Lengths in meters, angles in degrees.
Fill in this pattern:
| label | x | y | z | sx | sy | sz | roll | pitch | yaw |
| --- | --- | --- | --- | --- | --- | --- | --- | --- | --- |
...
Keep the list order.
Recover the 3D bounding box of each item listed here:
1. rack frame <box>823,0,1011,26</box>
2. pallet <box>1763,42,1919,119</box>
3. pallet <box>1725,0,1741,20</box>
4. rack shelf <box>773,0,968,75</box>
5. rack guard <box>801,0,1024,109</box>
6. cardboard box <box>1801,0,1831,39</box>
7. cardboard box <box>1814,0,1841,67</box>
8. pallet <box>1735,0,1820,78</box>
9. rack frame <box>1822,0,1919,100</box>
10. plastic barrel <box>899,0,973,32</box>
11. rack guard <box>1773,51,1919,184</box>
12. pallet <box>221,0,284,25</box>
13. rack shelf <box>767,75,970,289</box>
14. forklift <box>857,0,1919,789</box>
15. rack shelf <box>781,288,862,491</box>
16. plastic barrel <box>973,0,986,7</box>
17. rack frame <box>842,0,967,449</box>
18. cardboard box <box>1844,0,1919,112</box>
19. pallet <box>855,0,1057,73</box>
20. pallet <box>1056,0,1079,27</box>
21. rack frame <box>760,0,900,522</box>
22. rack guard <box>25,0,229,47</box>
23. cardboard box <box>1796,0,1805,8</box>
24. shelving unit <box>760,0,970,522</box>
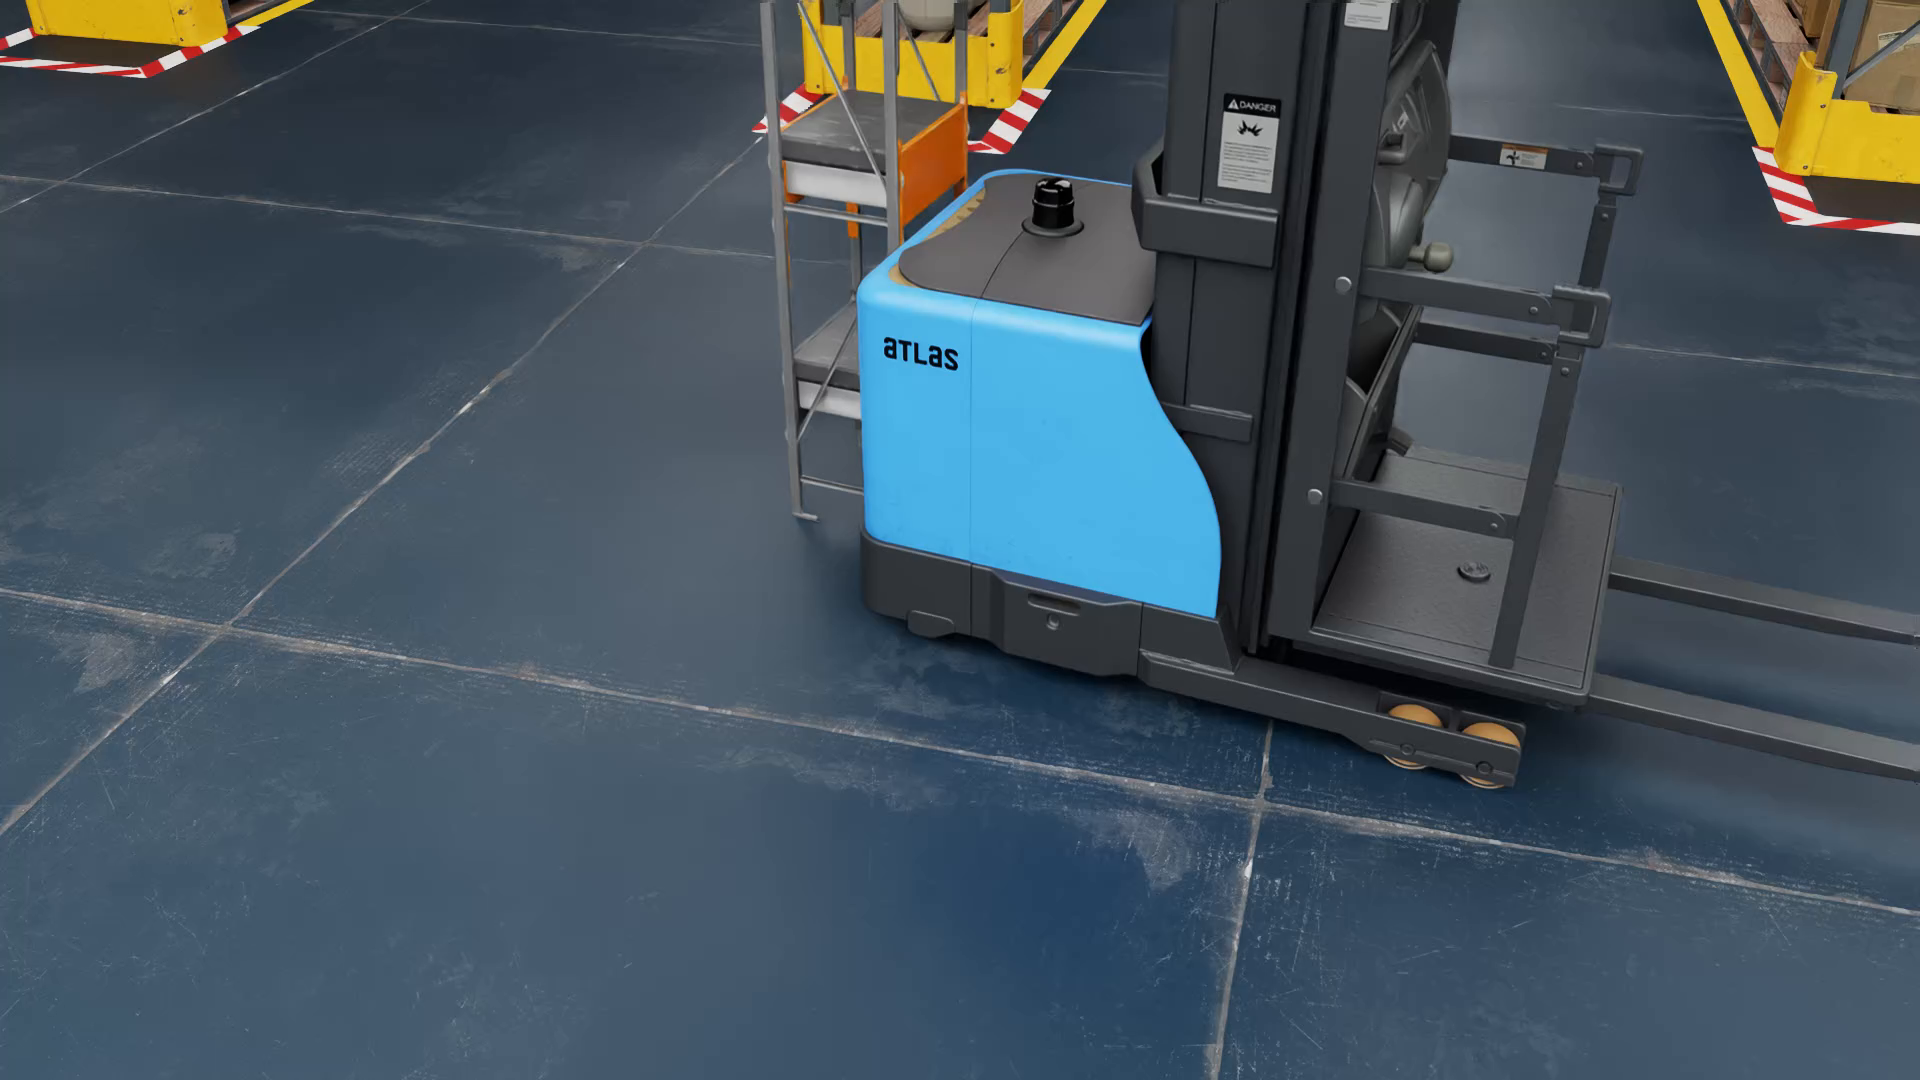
| label | x | y | z | sx | sy | sz | roll | pitch | yaw |
| --- | --- | --- | --- | --- | --- | --- | --- | --- | --- |
| rack frame | -0.231 | -3.681 | 8.245 | 1.000 | 3.000 | 0.127 | 8 | 33 | 12 |
| pallet | 4.819 | -2.286 | 8.650 | 1.003 | 0.211 | 1.213 | 8 | 33 | 12 |
| pallet | 5.439 | -3.552 | 10.641 | 1.003 | 0.211 | 1.213 | 8 | 33 | 12 |
| rack shelf | -0.260 | -1.625 | 4.570 | 0.431 | 0.518 | 0.480 | 13 | 35 | 19 |
| rack guard | -0.257 | -2.672 | 8.987 | 1.175 | 0.500 | 0.348 | 8 | 33 | 12 |
| cardboard box | 5.030 | -3.088 | 9.250 | 0.500 | 0.500 | 0.500 | 11 | 34 | 17 |
| cardboard box | 4.853 | -2.766 | 8.743 | 0.500 | 0.500 | 0.500 | 17 | 36 | 25 |
| pallet | 5.131 | -2.917 | 9.642 | 1.003 | 0.211 | 1.213 | 8 | 33 | 12 |
| rack frame | 4.560 | -3.007 | 7.184 | 1.000 | 3.000 | 0.127 | 8 | 33 | 12 |
| plastic barrel | -0.138 | -3.160 | 9.353 | 0.421 | 0.512 | 0.421 | 0 | 32 | 0 |
| rack guard | 4.579 | -1.991 | 7.917 | 1.175 | 0.500 | 0.348 | 8 | 33 | 12 |
| pallet | -4.868 | -3.583 | 10.690 | 1.003 | 0.211 | 1.213 | 8 | 33 | 12 |
| rack shelf | -0.260 | -1.035 | 4.946 | 0.431 | 0.518 | 0.480 | 13 | 35 | 19 |
| forklift | 1.281 | -0.927 | 3.976 | 3.031 | 2.935 | 1.130 | 13 | 35 | 19 |
| rack shelf | -0.260 | -0.444 | 5.321 | 0.431 | 0.518 | 0.480 | 13 | 35 | 19 |
| plastic barrel | -0.011 | -3.421 | 9.762 | 0.421 | 0.512 | 0.421 | 0 | 32 | 0 |
| rack frame | -0.165 | -1.167 | 5.128 | 0.400 | 2.100 | 0.015 | 13 | 35 | 19 |
| cardboard box | 4.734 | -2.451 | 8.248 | 0.500 | 0.500 | 0.500 | 14 | 35 | 21 |
| pallet | -0.046 | -2.971 | 9.727 | 1.003 | 0.211 | 1.213 | 8 | 33 | 12 |
| pallet | 0.266 | -3.602 | 10.720 | 1.003 | 0.211 | 1.213 | 8 | 33 | 12 |
| rack frame | -0.355 | -0.925 | 4.749 | 0.400 | 2.100 | 0.015 | 13 | 35 | 19 |
| rack guard | -5.027 | -3.290 | 9.959 | 1.175 | 0.500 | 0.348 | 8 | 33 | 12 |
| cardboard box | 5.215 | -3.372 | 9.696 | 0.500 | 0.500 | 0.500 | 5 | 33 | 8 |
| shelving unit | -0.260 | -1.046 | 4.938 | 0.431 | 2.100 | 0.503 | 13 | 35 | 19 |
